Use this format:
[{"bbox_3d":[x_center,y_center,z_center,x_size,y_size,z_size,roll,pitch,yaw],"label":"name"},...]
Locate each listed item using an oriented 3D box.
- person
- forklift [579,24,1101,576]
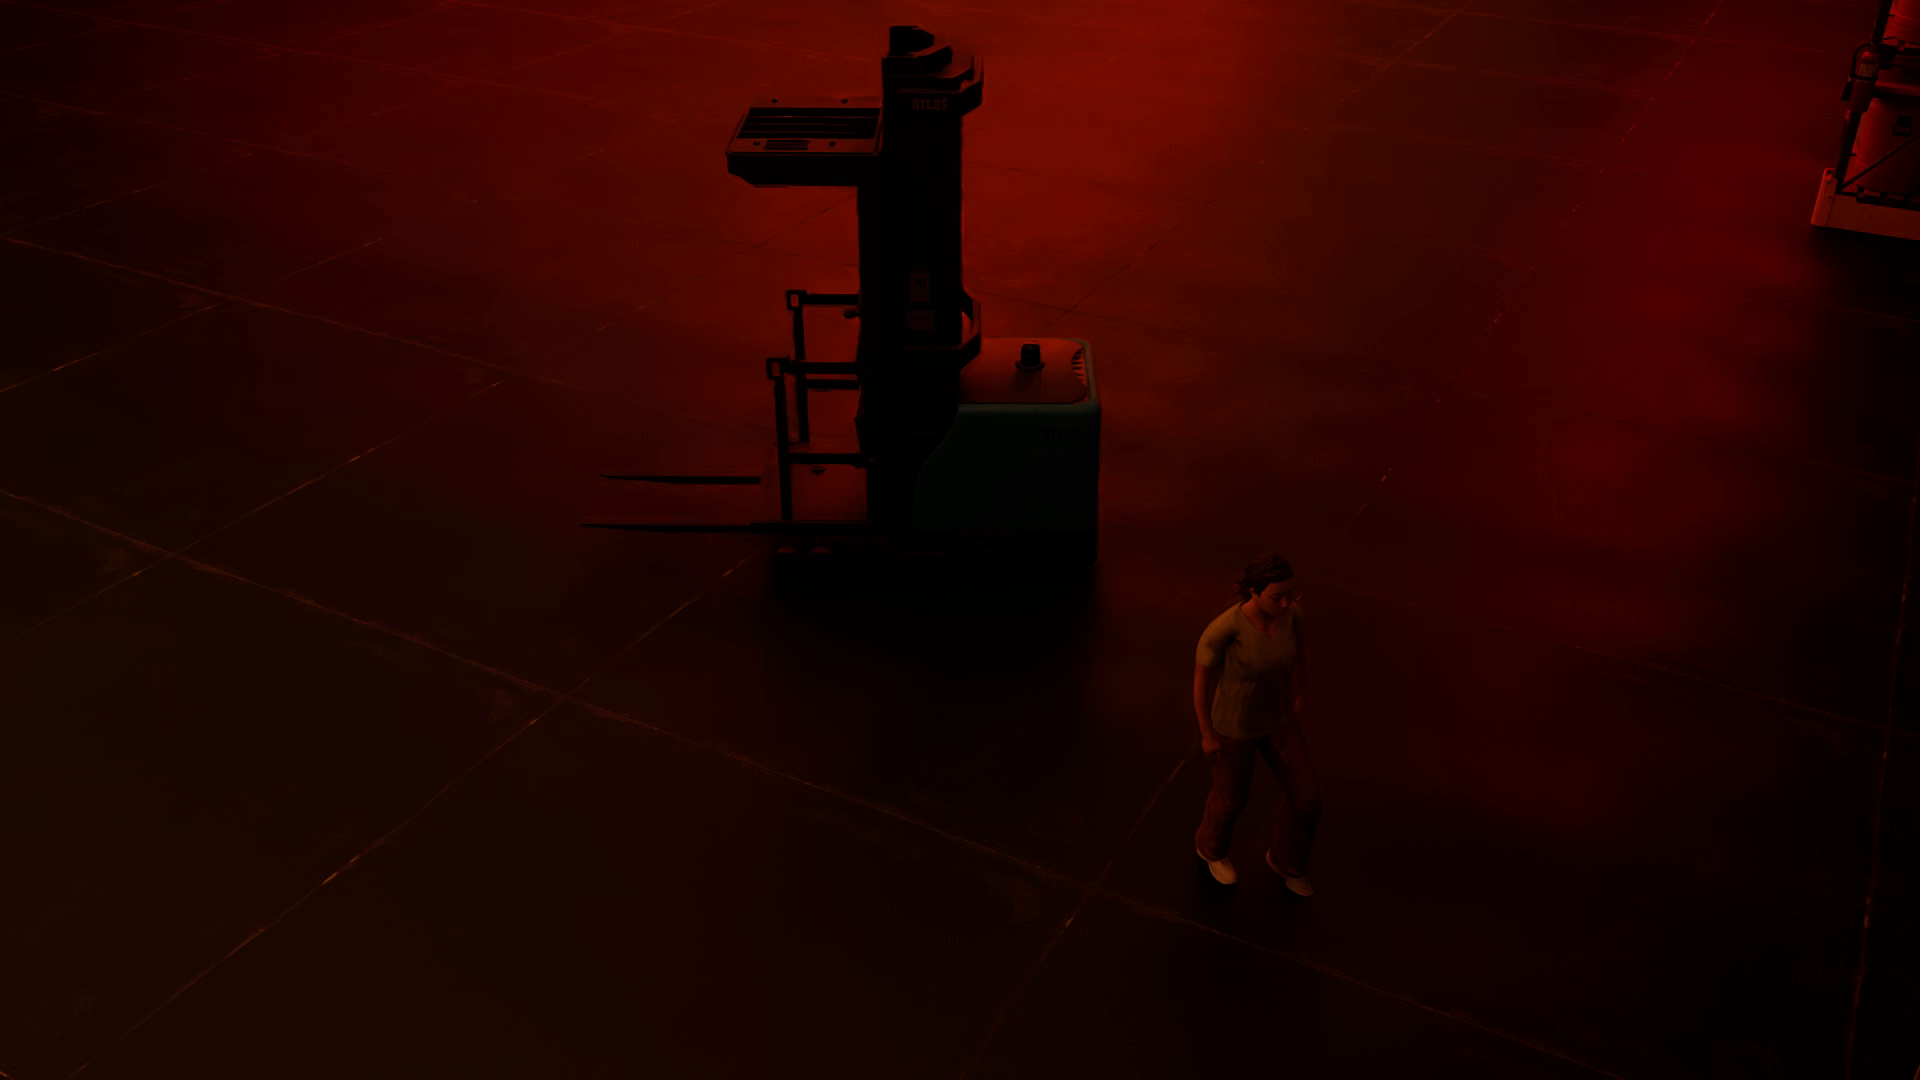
[{"bbox_3d":[1.247,0.809,7.008,0.564,1.710,0.497,-11,32,-18],"label":"person"},{"bbox_3d":[-0.712,-1.326,9.368,3.031,2.935,1.130,1,30,1],"label":"forklift"}]
